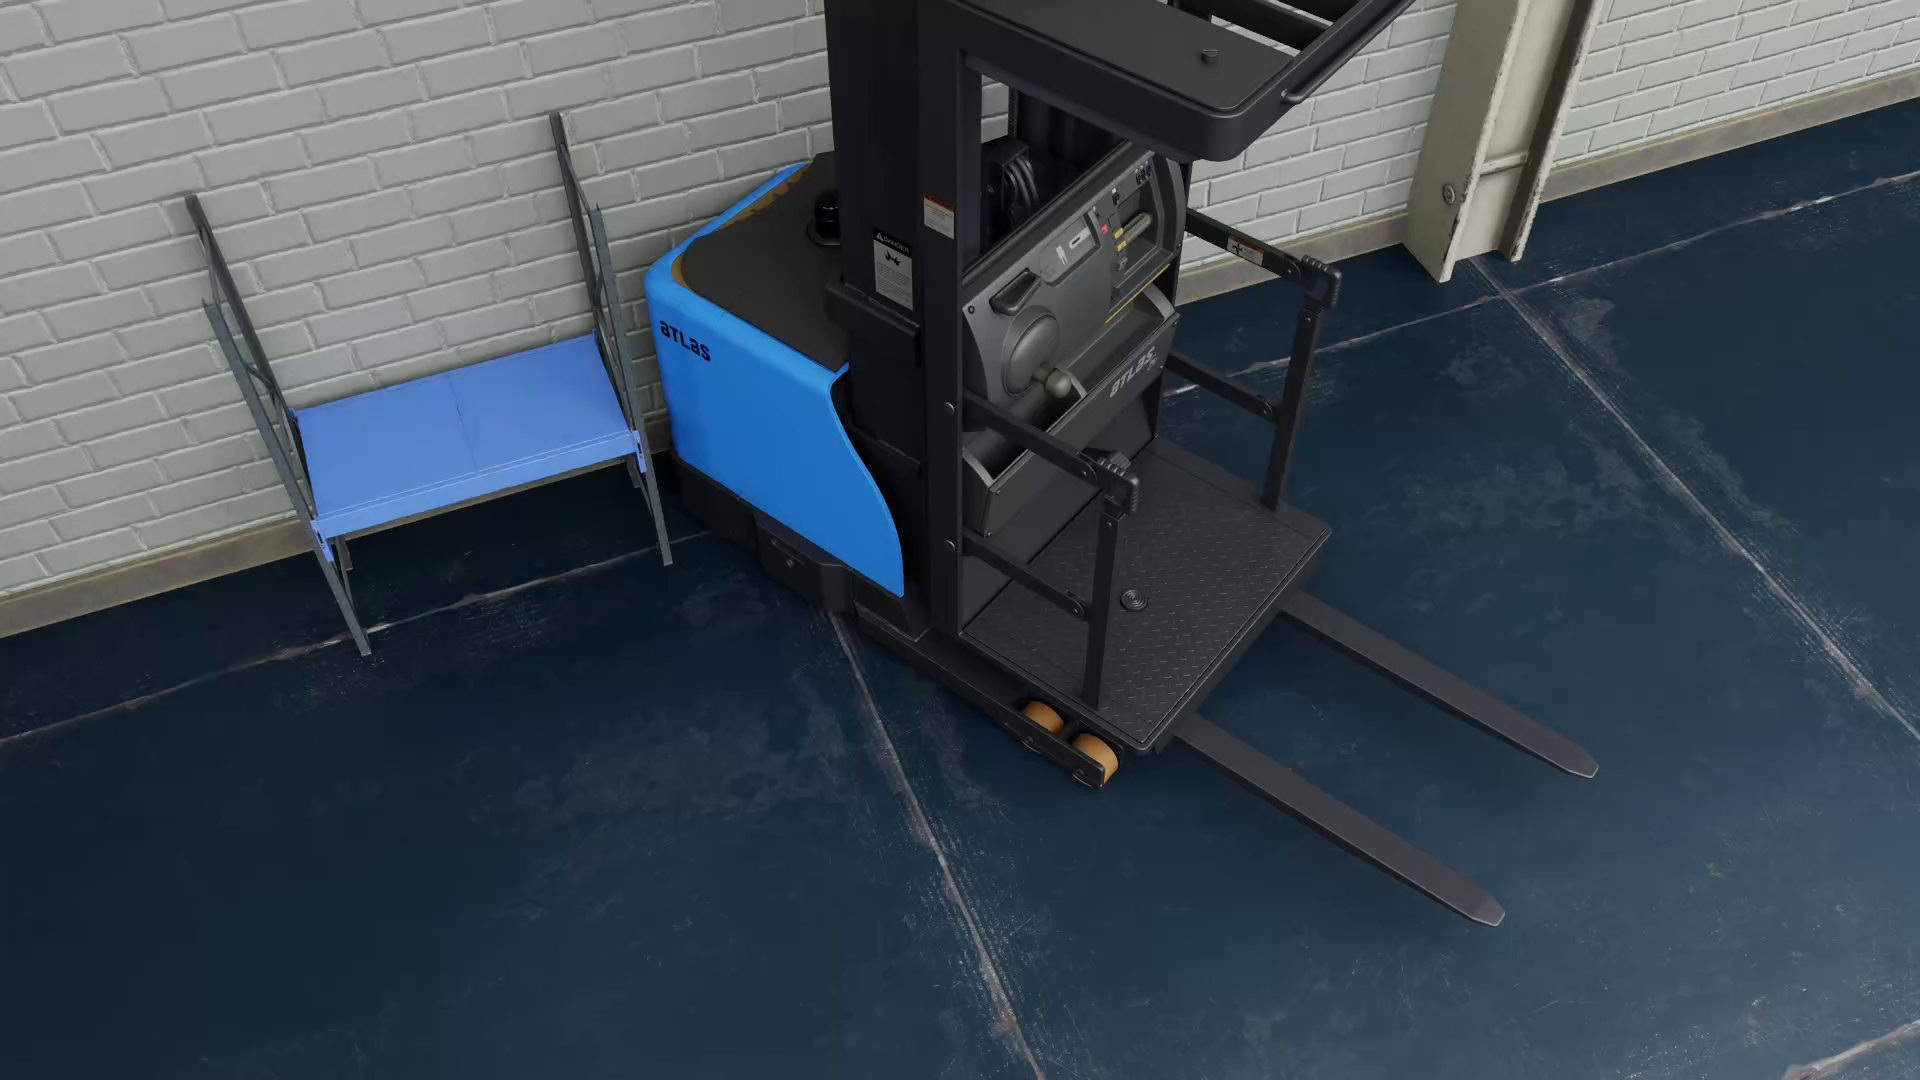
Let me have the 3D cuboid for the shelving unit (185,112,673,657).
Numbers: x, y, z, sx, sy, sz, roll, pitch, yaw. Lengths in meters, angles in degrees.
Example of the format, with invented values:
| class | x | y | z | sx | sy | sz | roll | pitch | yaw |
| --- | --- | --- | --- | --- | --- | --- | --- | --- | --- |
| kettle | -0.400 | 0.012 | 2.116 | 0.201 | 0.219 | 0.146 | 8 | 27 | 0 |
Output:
| class | x | y | z | sx | sy | sz | roll | pitch | yaw |
| --- | --- | --- | --- | --- | --- | --- | --- | --- | --- |
| shelving unit | -1.559 | -0.433 | 5.133 | 1.048 | 1.500 | 0.538 | -17 | 52 | -14 |

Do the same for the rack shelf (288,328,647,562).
| class | x | y | z | sx | sy | sz | roll | pitch | yaw |
| --- | --- | --- | --- | --- | --- | --- | --- | --- | --- |
| rack shelf | -1.559 | -0.316 | 5.270 | 1.000 | 0.185 | 0.538 | -17 | 52 | -14 |

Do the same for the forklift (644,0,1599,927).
| class | x | y | z | sx | sy | sz | roll | pitch | yaw |
| --- | --- | --- | --- | --- | --- | --- | --- | --- | --- |
| forklift | 0.488 | -0.662 | 4.386 | 3.031 | 2.935 | 1.130 | 31 | 56 | 24 |

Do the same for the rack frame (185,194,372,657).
| class | x | y | z | sx | sy | sz | roll | pitch | yaw |
| --- | --- | --- | --- | --- | --- | --- | --- | --- | --- |
| rack frame | -2.030 | -0.287 | 5.008 | 0.032 | 1.500 | 0.500 | -17 | 52 | -14 |

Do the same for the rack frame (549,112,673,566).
| class | x | y | z | sx | sy | sz | roll | pitch | yaw |
| --- | --- | --- | --- | --- | --- | --- | --- | --- | --- |
| rack frame | -1.089 | -0.579 | 5.258 | 0.032 | 1.500 | 0.500 | -17 | 52 | -14 |

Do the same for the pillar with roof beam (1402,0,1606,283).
| class | x | y | z | sx | sy | sz | roll | pitch | yaw |
| --- | --- | --- | --- | --- | --- | --- | --- | --- | --- |
| pillar with roof beam | 3.662 | -1.098 | 0.762 | 0.400 | 9.000 | 9.100 | -17 | 52 | -14 |
